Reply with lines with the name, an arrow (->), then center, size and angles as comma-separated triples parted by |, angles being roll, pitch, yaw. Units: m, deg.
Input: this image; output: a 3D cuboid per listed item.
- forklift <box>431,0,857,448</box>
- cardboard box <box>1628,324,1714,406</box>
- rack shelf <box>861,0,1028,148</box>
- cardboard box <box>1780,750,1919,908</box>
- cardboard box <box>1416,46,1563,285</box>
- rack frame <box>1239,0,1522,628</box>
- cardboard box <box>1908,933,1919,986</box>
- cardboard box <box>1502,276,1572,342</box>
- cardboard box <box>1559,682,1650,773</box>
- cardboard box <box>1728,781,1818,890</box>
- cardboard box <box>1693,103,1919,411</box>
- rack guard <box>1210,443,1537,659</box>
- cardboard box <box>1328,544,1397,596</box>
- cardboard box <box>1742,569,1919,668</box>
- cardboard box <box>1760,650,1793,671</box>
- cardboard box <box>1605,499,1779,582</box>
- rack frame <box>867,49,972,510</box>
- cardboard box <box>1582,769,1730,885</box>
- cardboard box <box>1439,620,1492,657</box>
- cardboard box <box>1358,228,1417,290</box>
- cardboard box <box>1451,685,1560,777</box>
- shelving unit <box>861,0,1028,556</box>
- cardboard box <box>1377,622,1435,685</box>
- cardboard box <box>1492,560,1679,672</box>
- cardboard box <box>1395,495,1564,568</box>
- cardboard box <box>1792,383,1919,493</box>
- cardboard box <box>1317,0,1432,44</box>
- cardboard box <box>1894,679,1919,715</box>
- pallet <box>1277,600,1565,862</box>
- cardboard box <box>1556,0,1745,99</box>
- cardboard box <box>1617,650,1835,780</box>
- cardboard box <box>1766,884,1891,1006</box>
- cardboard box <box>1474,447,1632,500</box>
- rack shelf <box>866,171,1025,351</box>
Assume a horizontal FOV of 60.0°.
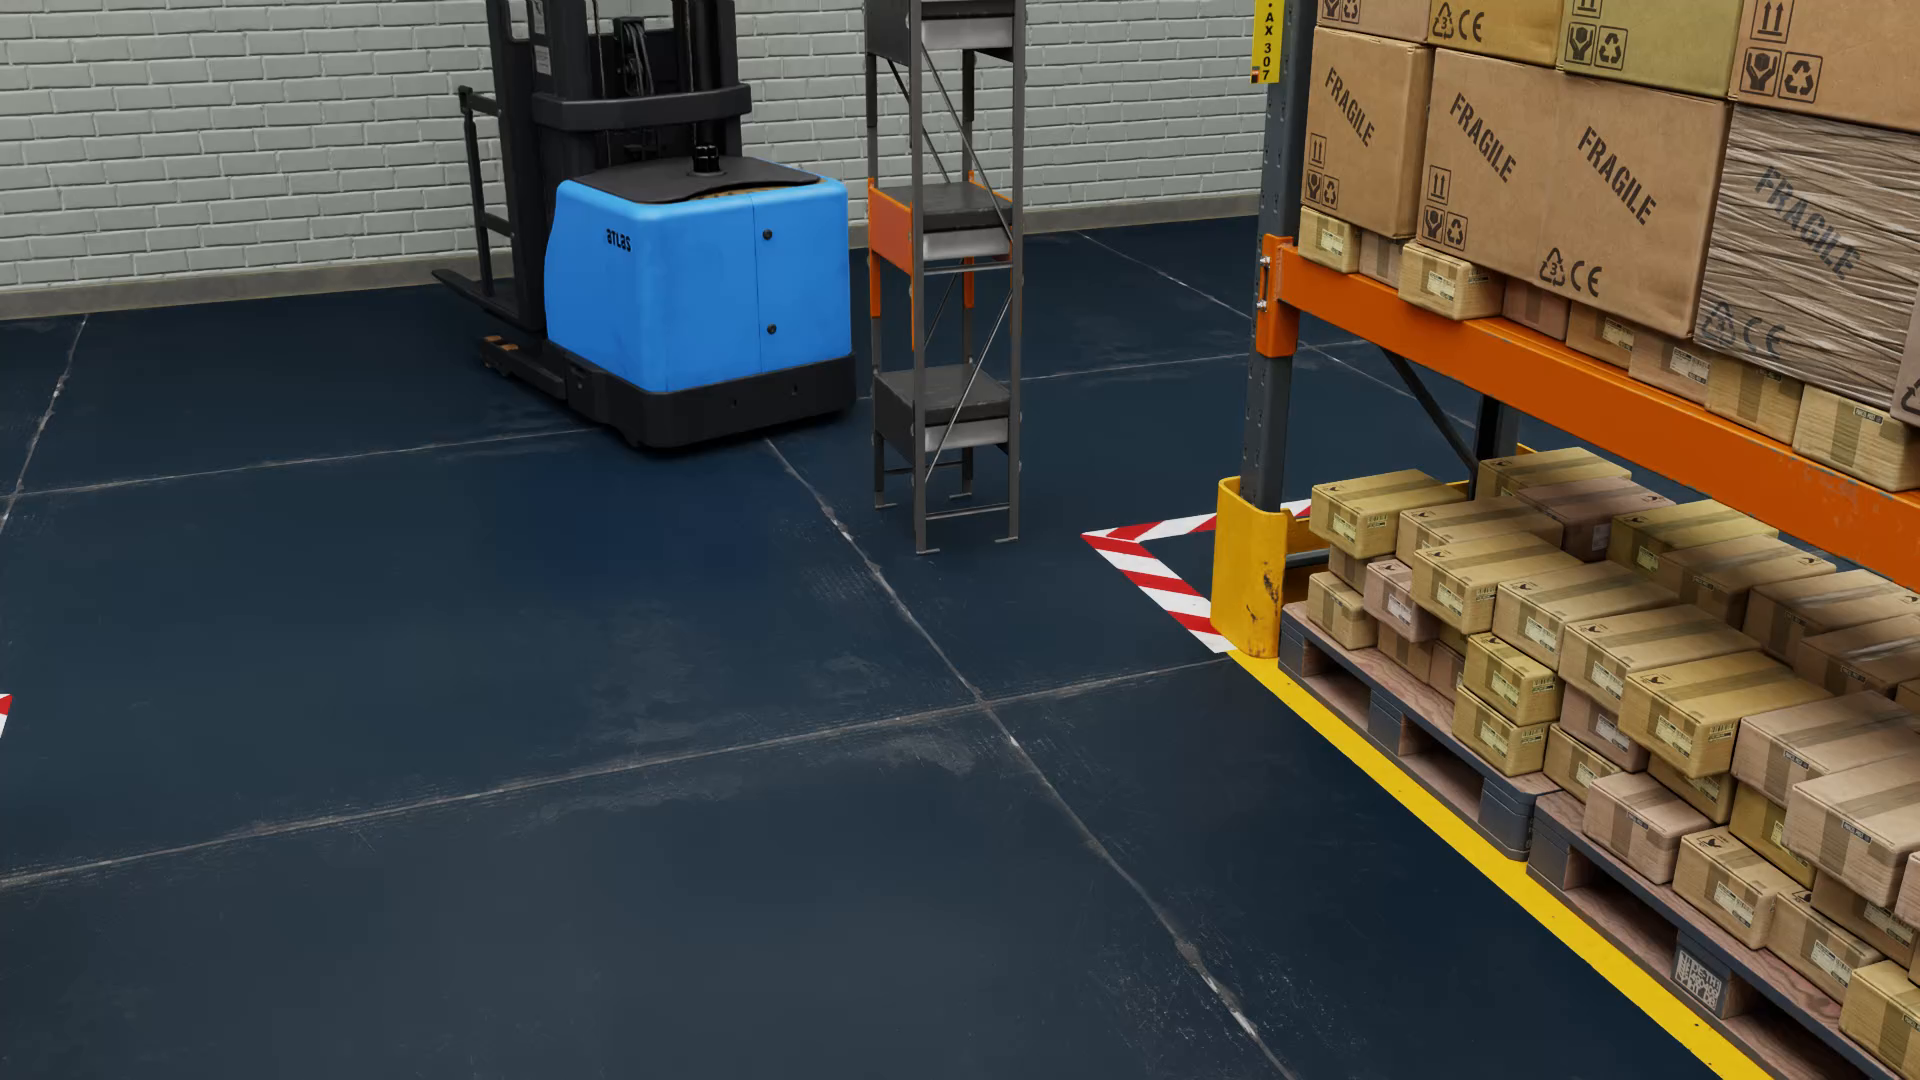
forklift -> -1.755, -2.246, 7.805 | 1.130, 2.935, 3.031 | -16, 28, -34
cardboard box -> 1.736, -0.422, 3.712 | 0.380, 0.149, 0.250 | -9, 24, -20
rack shelf -> -0.058, -1.660, 5.718 | 0.431, 0.518, 0.480 | -8, 24, -19
cardboard box -> 1.916, 0.579, 3.377 | 0.380, 0.149, 0.250 | -9, 25, -21
cardboard box -> 1.514, -0.954, 4.139 | 0.500, 0.500, 0.500 | -8, 24, -19
rack frame -> 1.401, -1.163, 5.147 | 1.000, 3.000, 0.127 | -8, 24, -19
cardboard box -> 2.082, 0.817, 3.197 | 0.380, 0.149, 0.250 | -8, 24, -18
cardboard box -> 1.603, -0.617, 4.175 | 0.380, 0.149, 0.250 | -7, 24, -17
cardboard box -> 1.731, 0.421, 4.135 | 0.380, 0.149, 0.250 | -10, 25, -22
cardboard box -> 1.952, 0.614, 3.678 | 0.380, 0.149, 0.250 | -7, 24, -16
cardboard box -> 1.861, -0.590, 3.276 | 0.500, 0.500, 0.500 | -9, 24, -20
rack guard -> 1.428, 0.017, 5.567 | 1.175, 0.500, 0.348 | -8, 24, -19
cardboard box -> 1.346, 0.046, 5.026 | 0.380, 0.149, 0.250 | -7, 24, -17
cardboard box -> 2.250, 0.209, 4.255 | 0.380, 0.149, 0.250 | -7, 24, -17
cardboard box -> 2.235, 0.348, 4.309 | 0.380, 0.149, 0.250 | -8, 24, -18
cardboard box -> 2.071, 0.017, 4.712 | 0.380, 0.149, 0.250 | -9, 24, -20
rack frame -> -0.145, -1.116, 6.195 | 0.400, 2.100, 0.015 | -8, 24, -19
cardboard box -> 1.724, 0.655, 3.964 | 0.380, 0.149, 0.250 | -10, 25, -22
cardboard box -> 1.559, 0.230, 4.589 | 0.380, 0.149, 0.250 | -8, 24, -18
cardboard box -> 1.338, -0.798, 4.604 | 0.380, 0.149, 0.250 | -7, 24, -17
cardboard box -> 1.538, 0.473, 4.396 | 0.380, 0.149, 0.250 | -8, 24, -18
shelving unit -> -0.058, -1.028, 5.985 | 0.431, 2.100, 0.503 | -8, 24, -19
cardboard box -> 1.456, 0.276, 4.864 | 0.380, 0.149, 0.250 | -8, 24, -19
cardboard box -> 1.613, 0.192, 4.297 | 0.380, 0.149, 0.250 | -10, 25, -22
cardboard box -> 1.479, 0.004, 4.743 | 0.380, 0.149, 0.250 | -8, 24, -18
cardboard box -> 1.875, -0.223, 3.242 | 0.380, 0.149, 0.250 | -8, 24, -18
cardboard box -> 1.312, -1.607, 4.402 | 0.500, 0.500, 0.500 | -8, 24, -19
cardboard box -> 2.358, 0.412, 3.775 | 0.380, 0.149, 0.250 | -8, 24, -19
pallet -> 1.682, 0.450, 4.911 | 1.003, 0.211, 1.213 | -8, 24, -19
cardboard box -> 1.659, -1.233, 3.513 | 0.500, 0.500, 0.500 | -9, 24, -20
cardboard box -> 1.752, 0.396, 3.813 | 0.380, 0.149, 0.250 | -8, 24, -18
cardboard box -> 1.962, 0.835, 3.537 | 0.380, 0.149, 0.250 | -8, 24, -18
cardboard box -> 1.825, -0.159, 5.129 | 0.380, 0.149, 0.250 | -8, 24, -18
rack shelf -> -0.058, -1.015, 5.990 | 0.431, 0.518, 0.480 | -8, 24, -19
